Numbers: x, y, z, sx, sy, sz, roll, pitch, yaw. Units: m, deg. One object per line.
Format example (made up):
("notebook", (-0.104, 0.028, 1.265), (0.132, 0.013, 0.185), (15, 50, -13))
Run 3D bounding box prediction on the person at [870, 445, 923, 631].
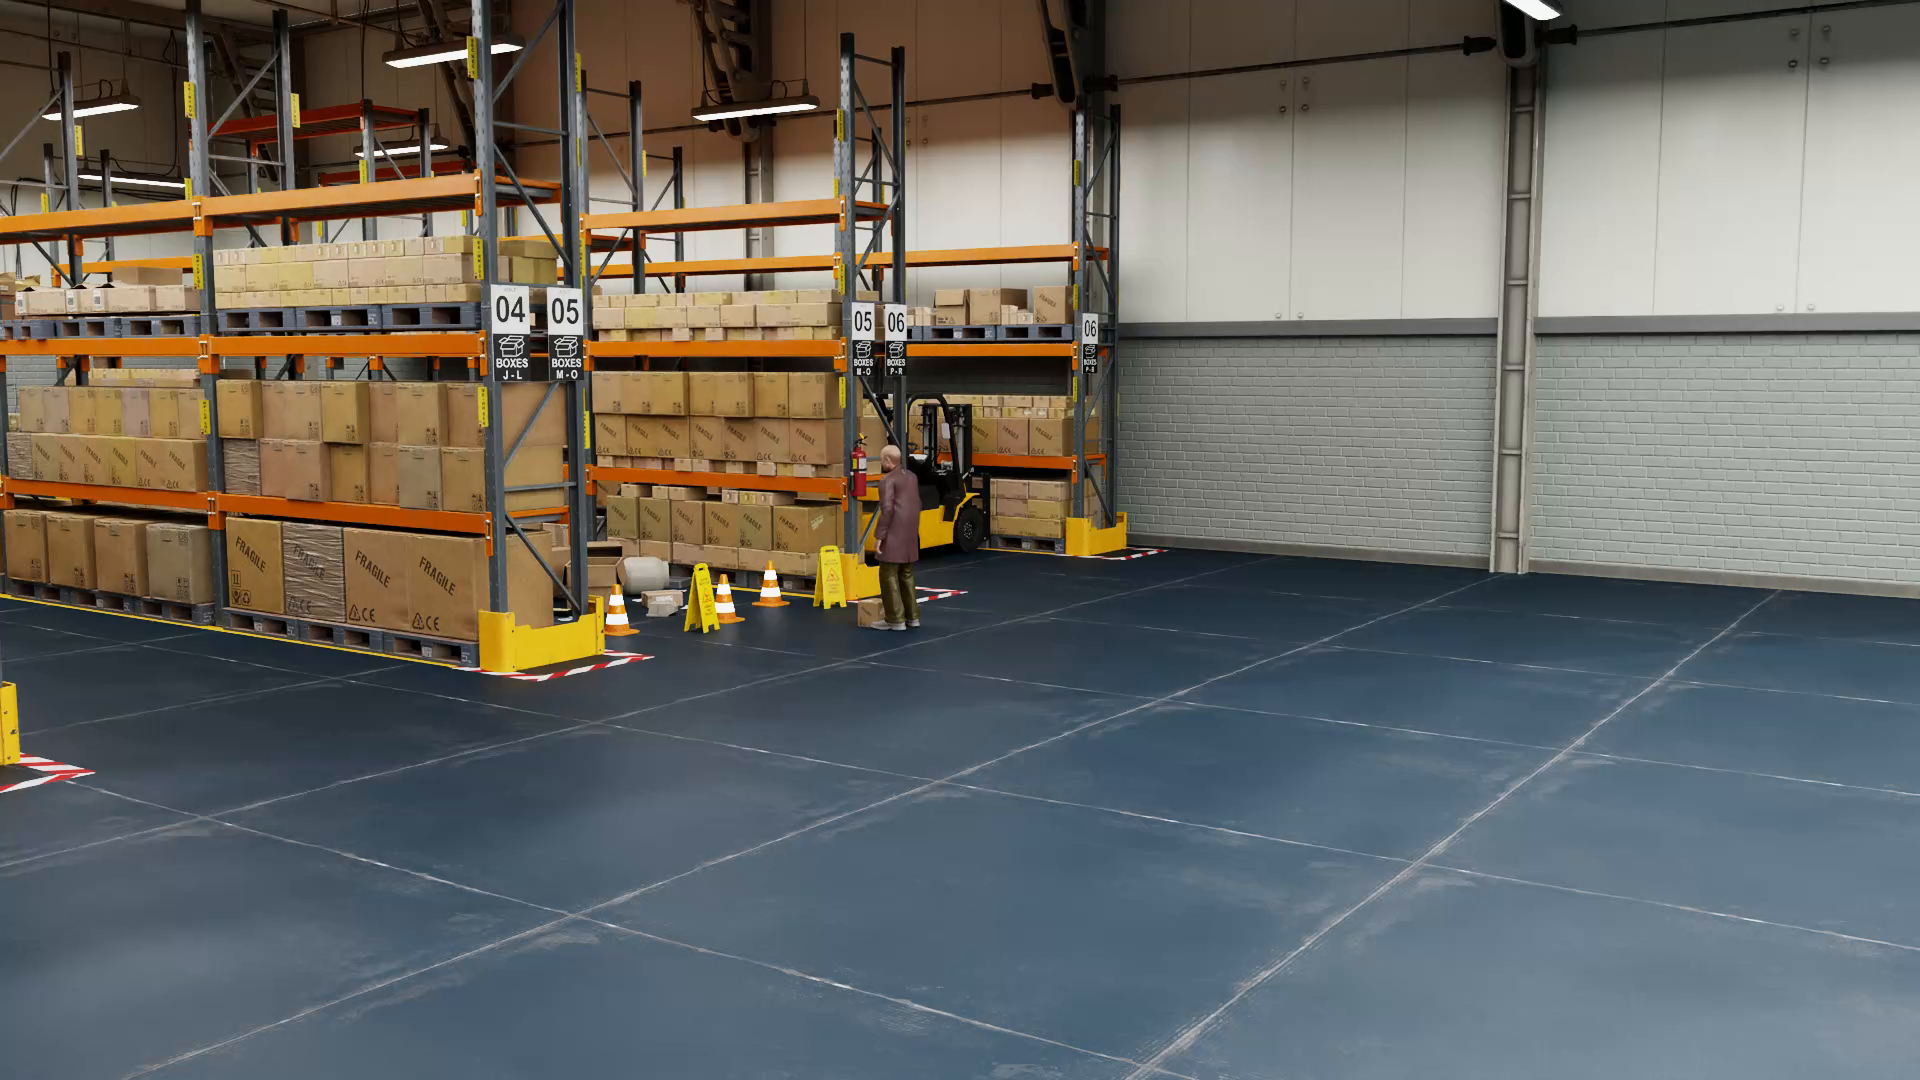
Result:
("person", (-0.610, -0.028, 16.024), (0.427, 1.774, 0.644), (4, 7, 34))
